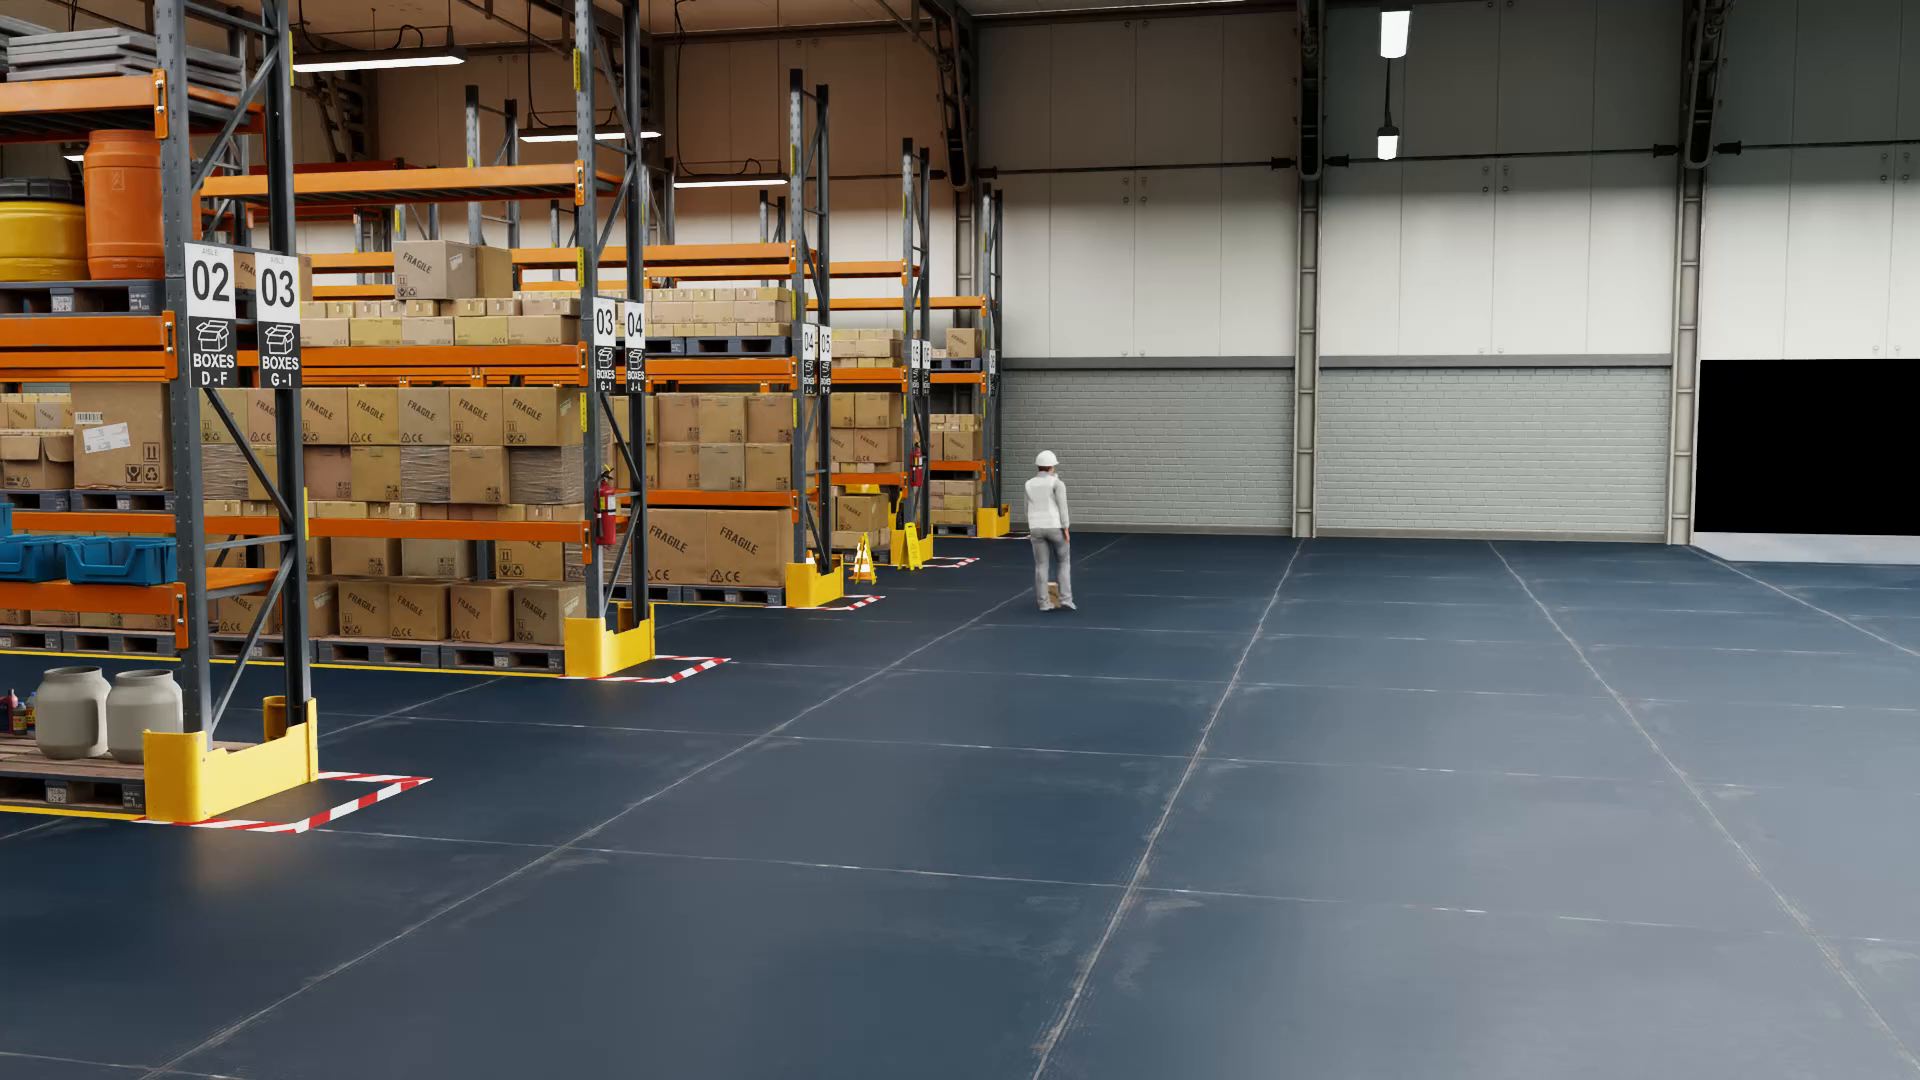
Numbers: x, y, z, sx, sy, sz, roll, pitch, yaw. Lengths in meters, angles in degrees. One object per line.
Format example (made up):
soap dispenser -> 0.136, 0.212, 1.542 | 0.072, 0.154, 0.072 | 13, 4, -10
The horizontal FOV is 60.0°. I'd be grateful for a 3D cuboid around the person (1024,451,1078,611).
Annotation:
person -> 0.988, -0.078, 18.524 | 0.581, 1.835, 0.609 | 2, 5, 22
